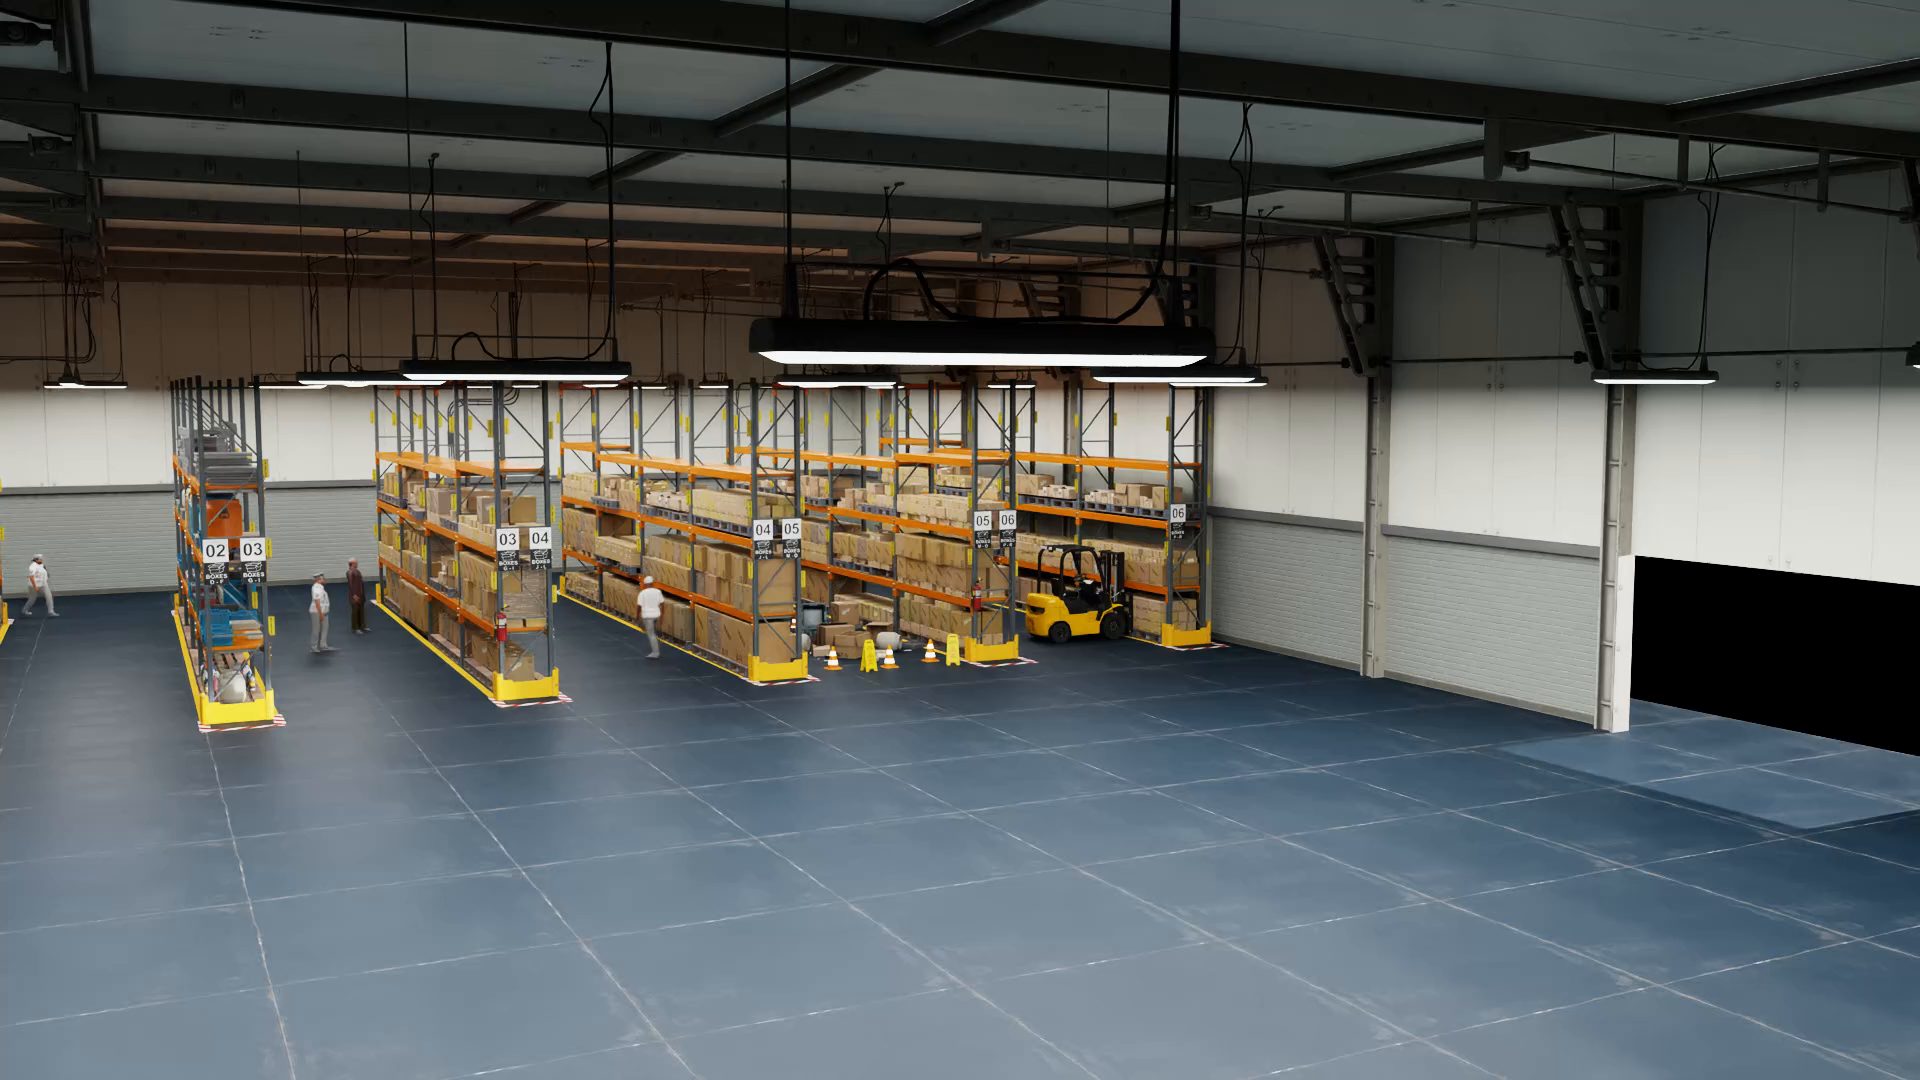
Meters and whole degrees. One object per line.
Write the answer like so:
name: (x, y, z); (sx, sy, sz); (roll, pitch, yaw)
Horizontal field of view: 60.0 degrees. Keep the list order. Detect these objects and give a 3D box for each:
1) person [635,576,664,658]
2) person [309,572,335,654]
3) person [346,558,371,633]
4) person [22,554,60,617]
person: (-6.684, 1.681, 35.728); (0.540, 1.818, 0.543); (3, 6, 27)
person: (-14.098, 1.594, 36.627); (0.459, 1.765, 0.577); (0, 5, 1)
person: (-14.368, 1.336, 39.747); (0.527, 1.828, 0.613); (1, 5, 7)
person: (-23.384, 1.151, 42.164); (1.005, 1.610, 0.494); (2, 6, 25)
